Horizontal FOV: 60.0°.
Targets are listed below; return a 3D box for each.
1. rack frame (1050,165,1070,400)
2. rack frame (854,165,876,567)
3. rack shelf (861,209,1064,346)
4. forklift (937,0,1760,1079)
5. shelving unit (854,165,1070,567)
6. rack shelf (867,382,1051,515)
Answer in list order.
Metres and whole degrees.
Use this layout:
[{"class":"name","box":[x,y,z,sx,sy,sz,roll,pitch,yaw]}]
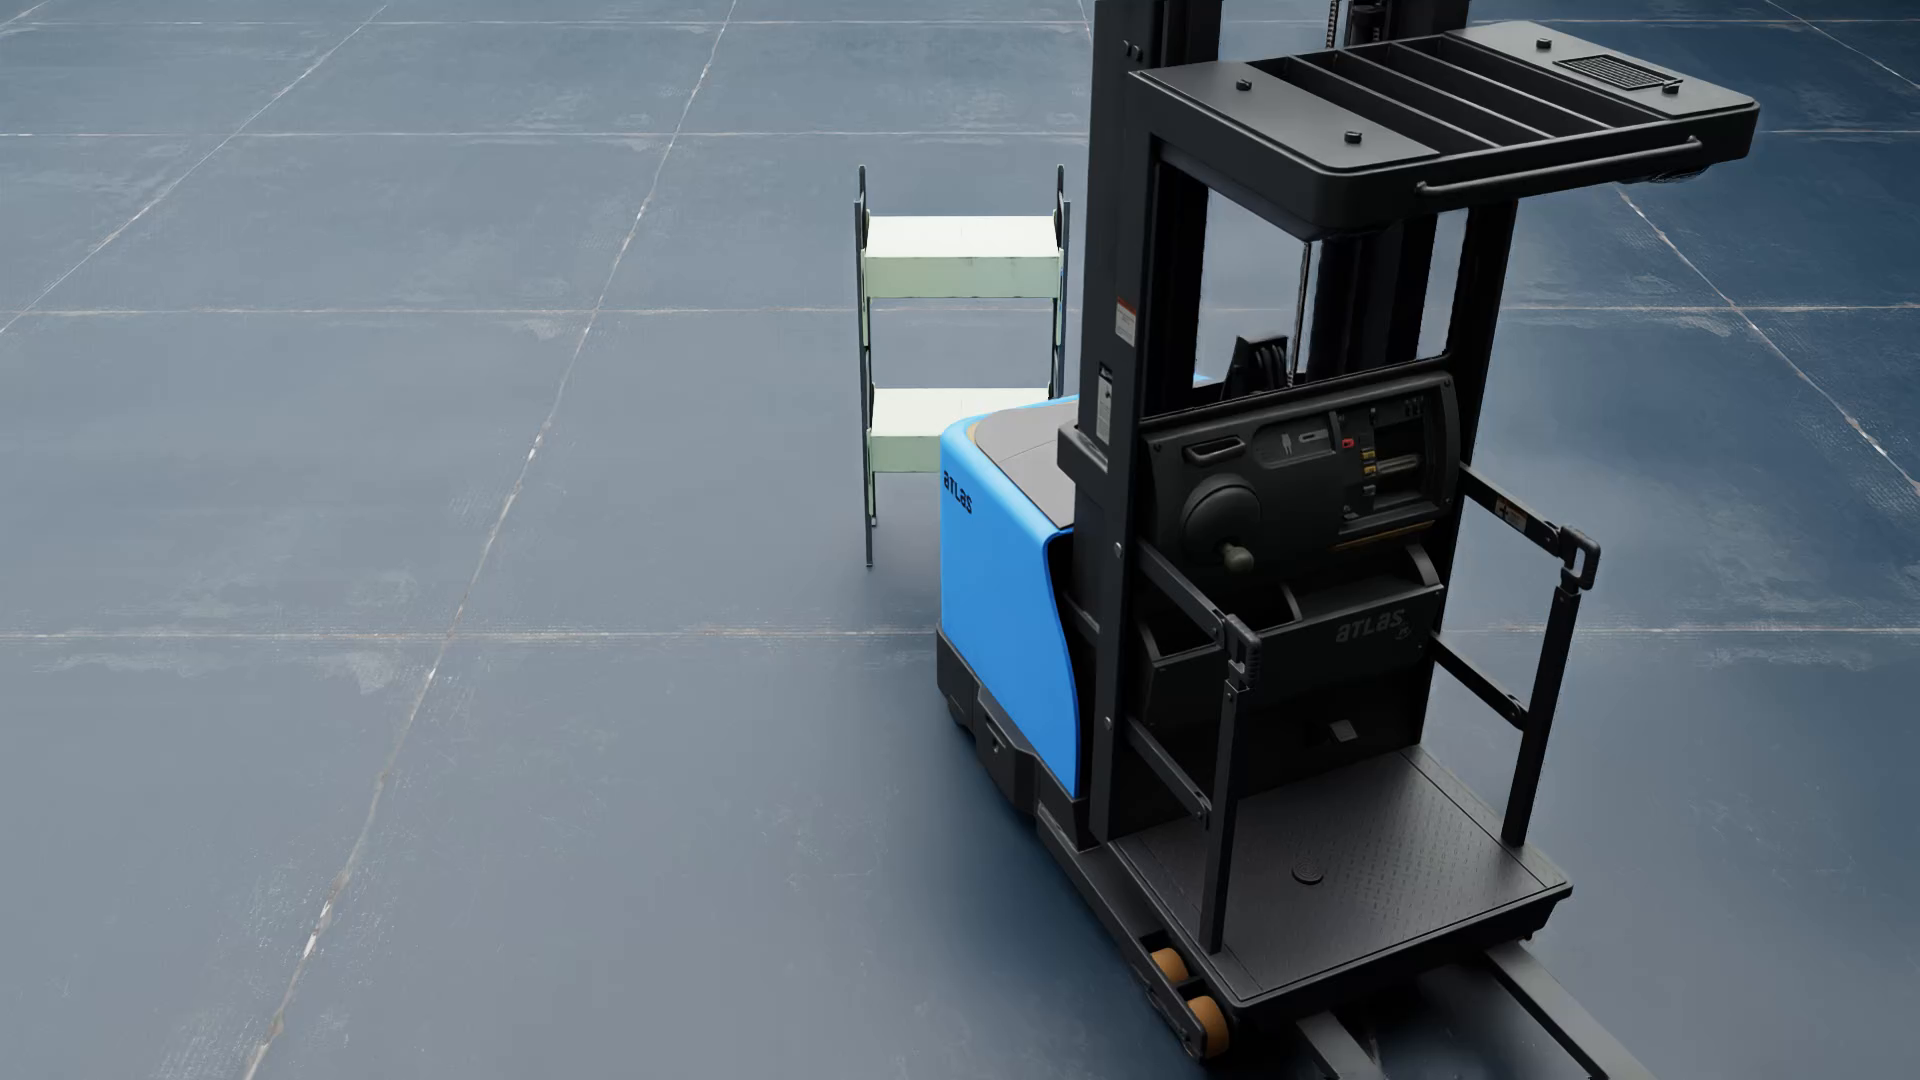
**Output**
[{"class":"rack frame","box":[0.373,-0.642,6.363,0.023,1.500,0.400,0,31,0]},{"class":"rack frame","box":[-0.359,-0.640,6.359,0.023,1.500,0.400,0,31,0]},{"class":"rack shelf","box":[0.007,-0.975,6.159,0.720,0.370,0.431,0,31,0]},{"class":"forklift","box":[0.988,-0.120,4.122,1.130,2.935,3.031,-13,34,-21]},{"class":"shelving unit","box":[0.007,-0.641,6.361,0.755,1.500,0.431,0,31,0]},{"class":"rack shelf","box":[0.007,-0.363,6.530,0.720,0.370,0.431,0,31,0]}]
